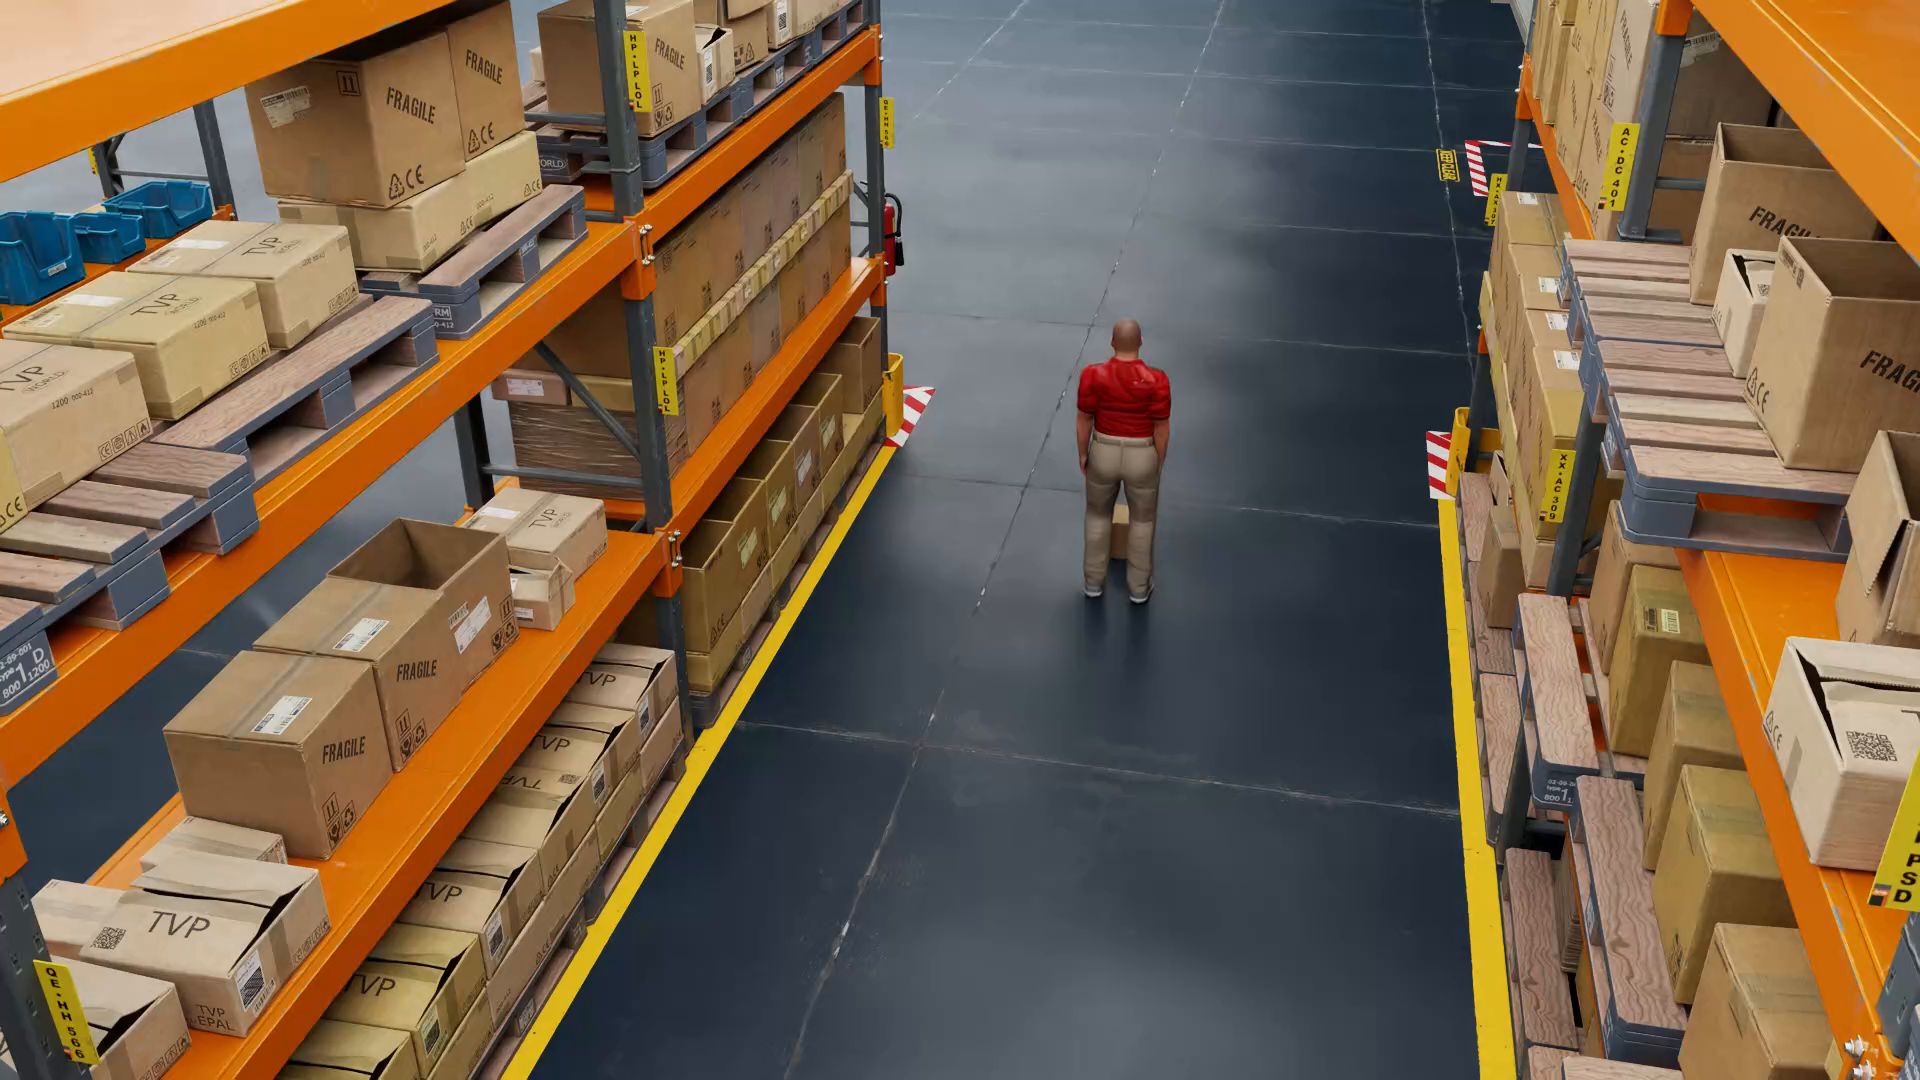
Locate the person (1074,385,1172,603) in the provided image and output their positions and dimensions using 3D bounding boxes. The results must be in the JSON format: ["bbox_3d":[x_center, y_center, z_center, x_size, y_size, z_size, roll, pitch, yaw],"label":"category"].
[{"bbox_3d":[0.924,-0.250,9.715,0.575,1.142,0.823,6,29,11],"label":"person"}]
